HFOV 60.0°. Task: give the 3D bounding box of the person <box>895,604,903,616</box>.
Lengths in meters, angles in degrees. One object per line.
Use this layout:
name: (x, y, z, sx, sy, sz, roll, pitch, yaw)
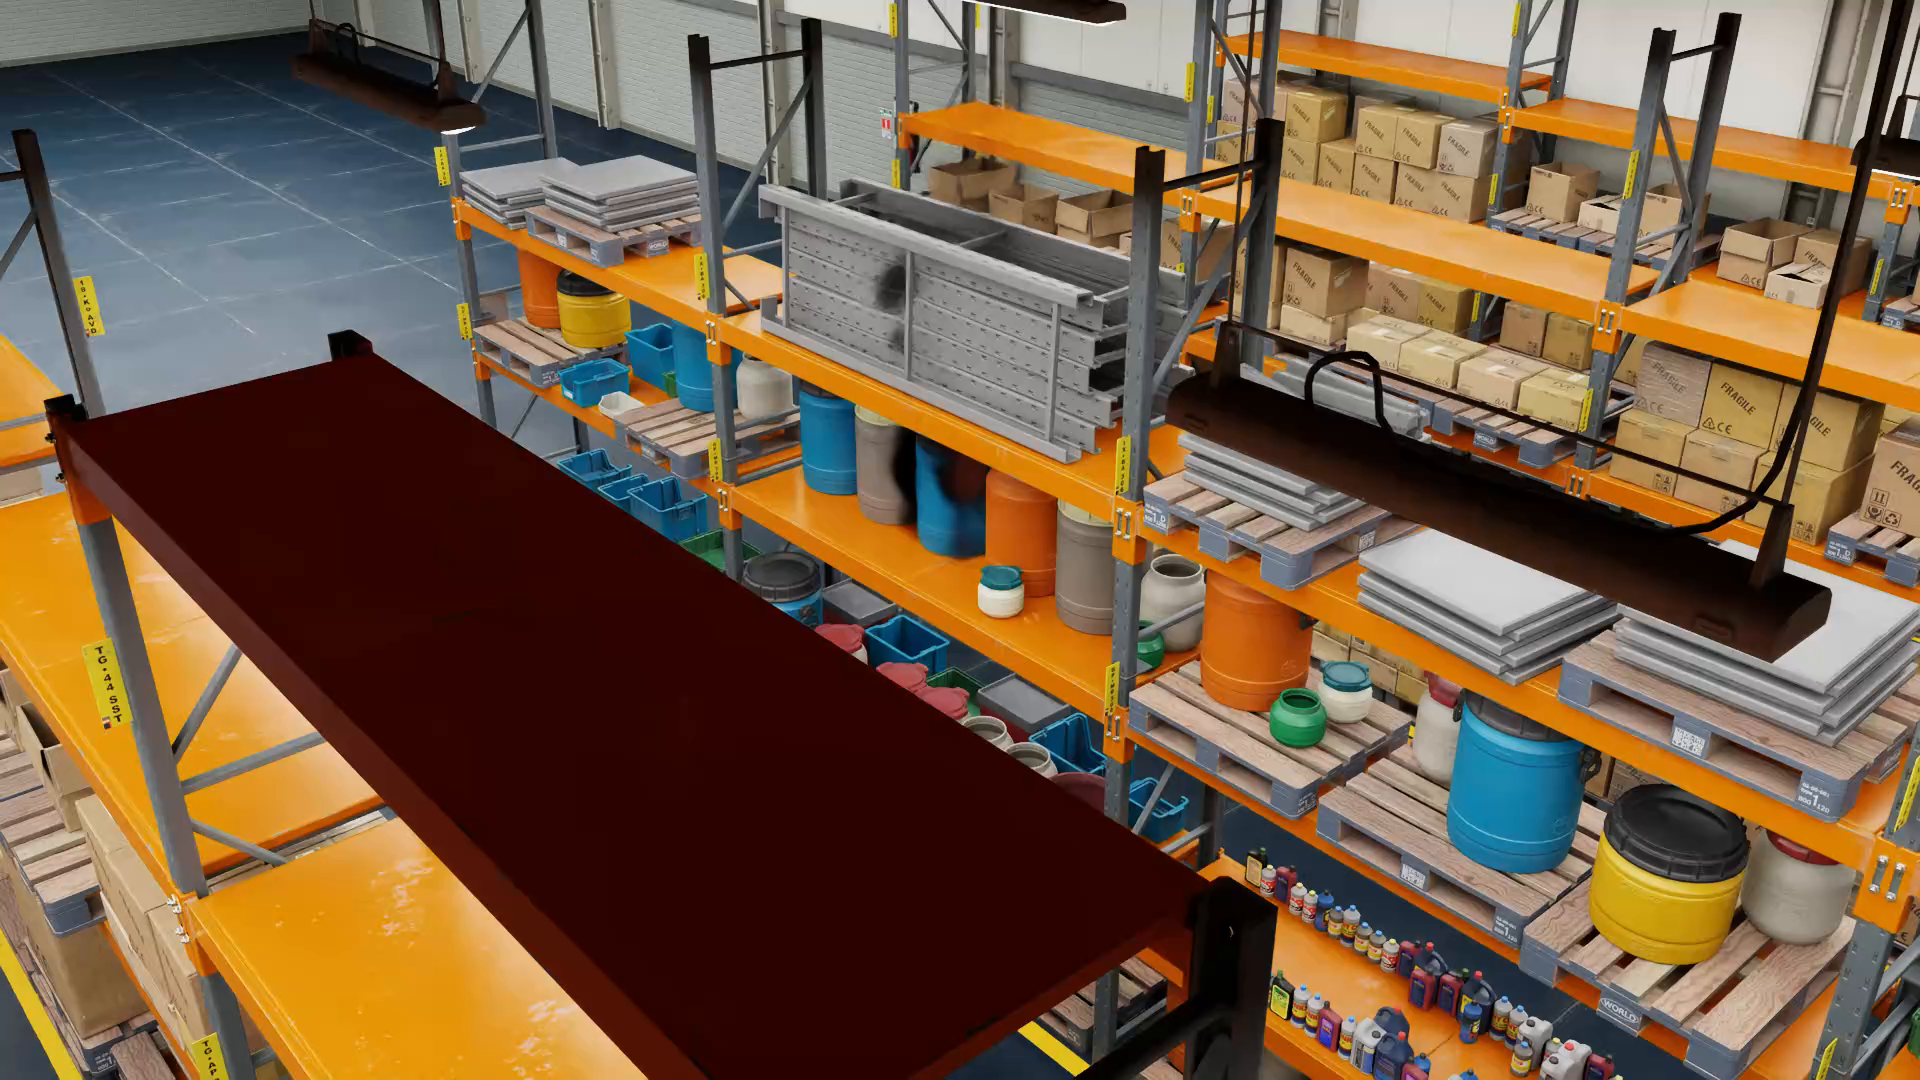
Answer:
person: (-0.742, 0.001, 15.113, 0.493, 1.664, 0.626, 17, 31, 30)
